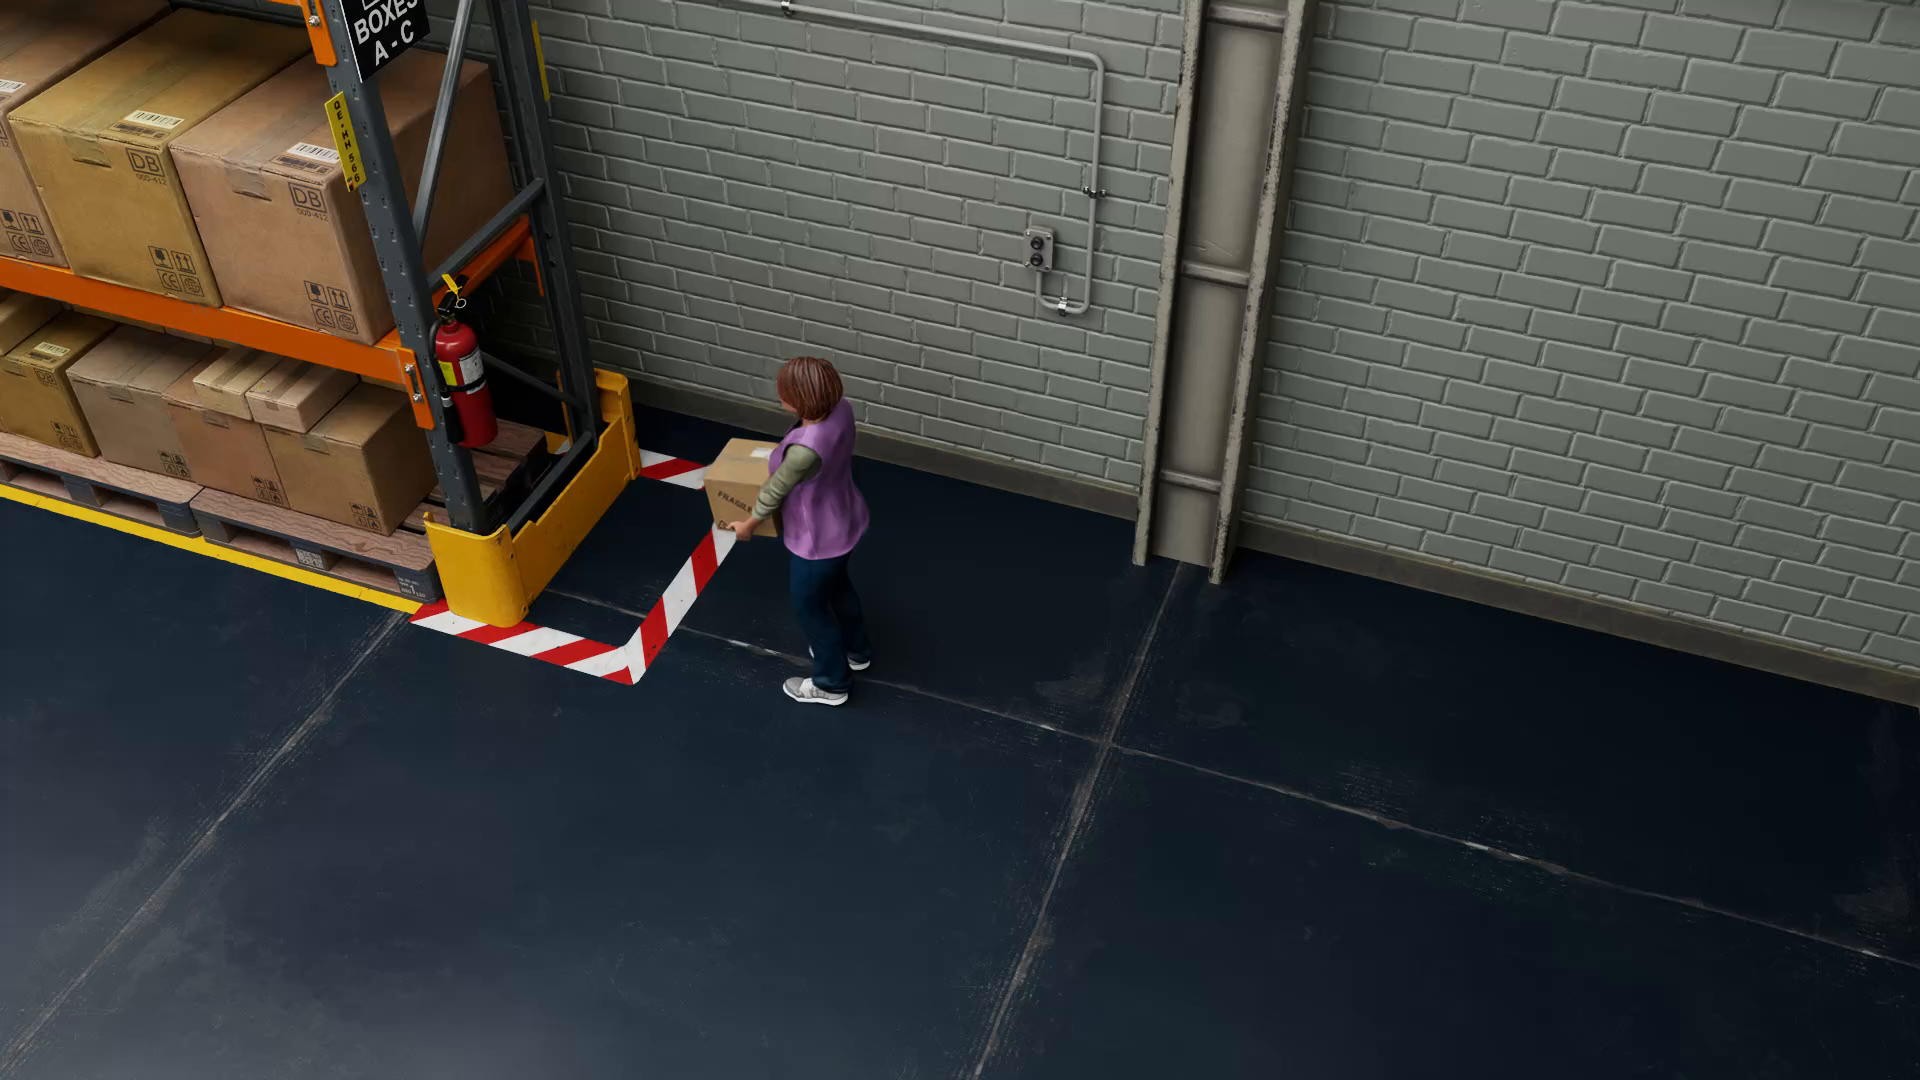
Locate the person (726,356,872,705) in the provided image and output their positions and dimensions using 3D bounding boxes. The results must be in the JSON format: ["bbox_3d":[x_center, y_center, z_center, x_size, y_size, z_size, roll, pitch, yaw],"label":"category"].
[{"bbox_3d":[-0.591,-0.042,6.217,0.500,1.599,0.375,13,44,14],"label":"person"}]
